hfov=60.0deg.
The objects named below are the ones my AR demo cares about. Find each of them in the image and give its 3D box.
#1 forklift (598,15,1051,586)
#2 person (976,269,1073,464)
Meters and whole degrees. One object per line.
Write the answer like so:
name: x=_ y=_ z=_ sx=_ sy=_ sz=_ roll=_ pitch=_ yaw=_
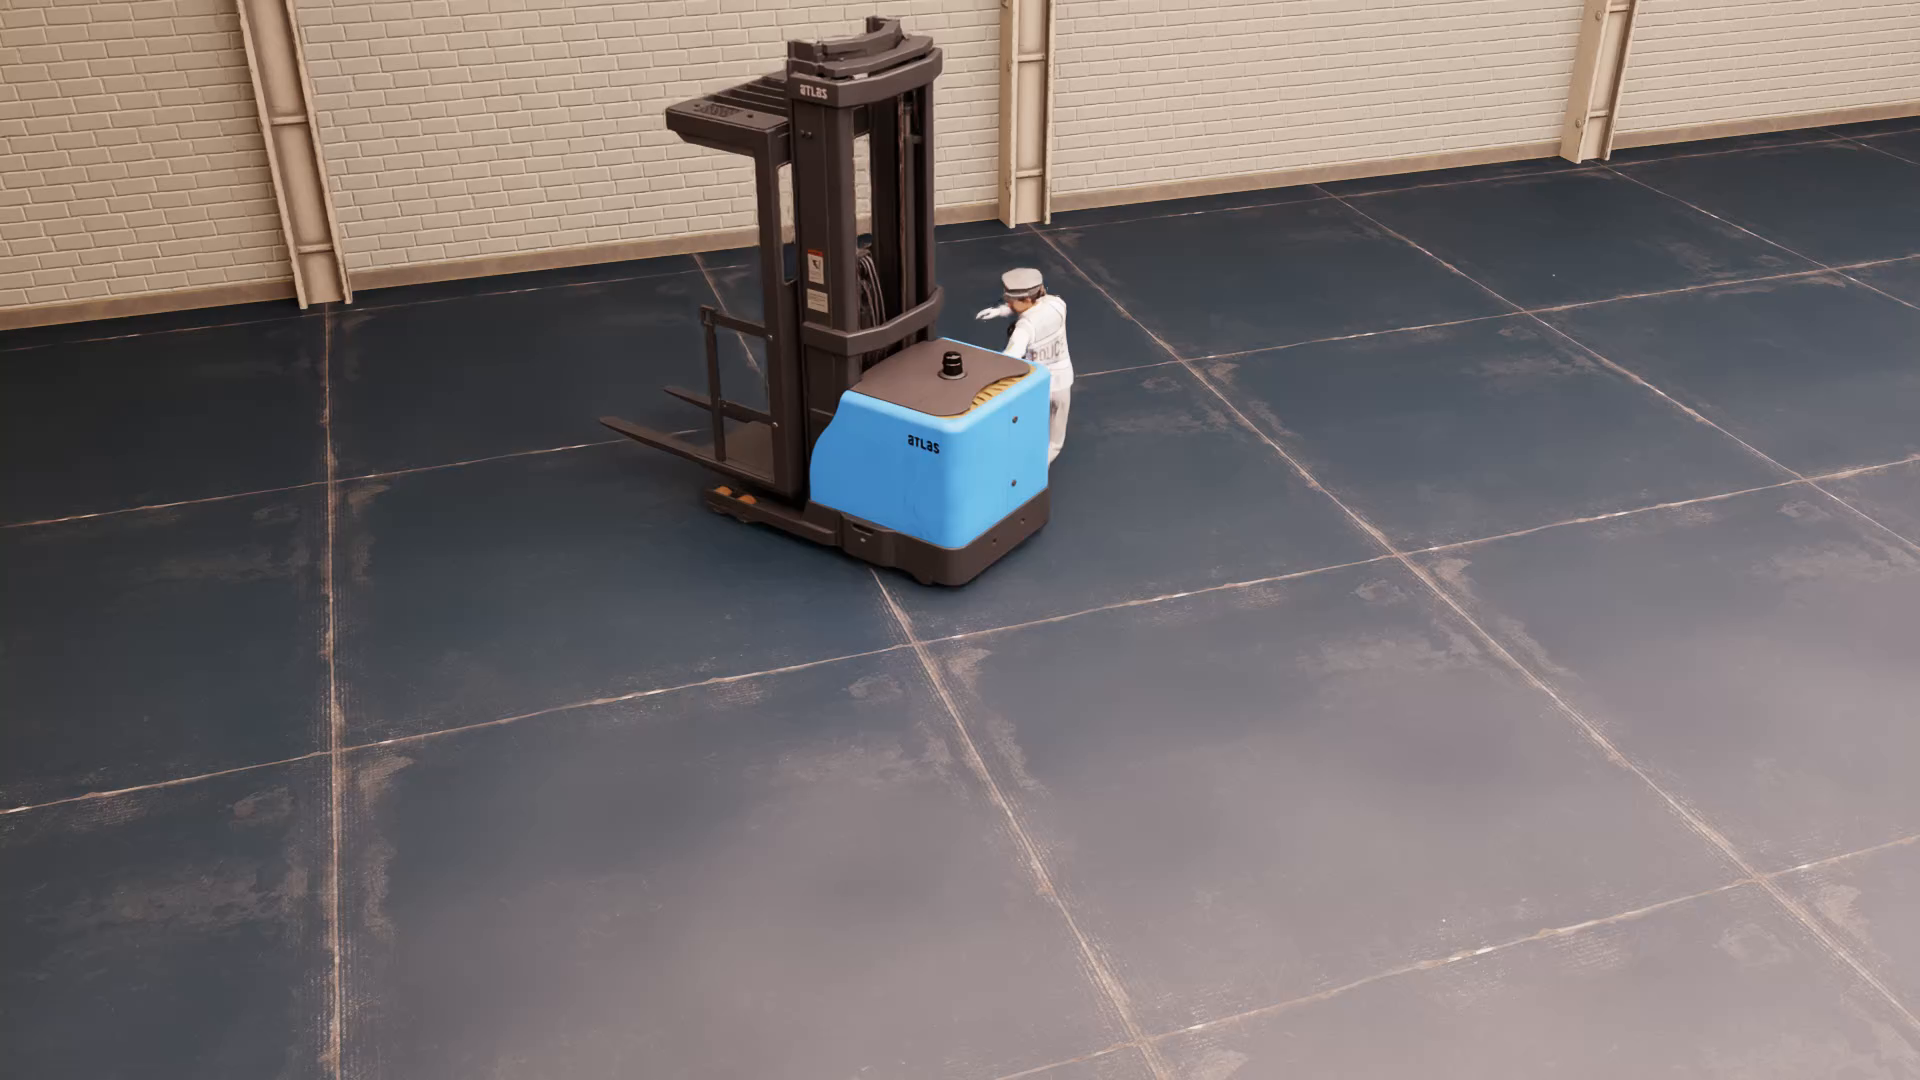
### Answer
forklift: x=-0.958 y=-1.573 z=9.821 sx=3.031 sy=2.935 sz=1.130 roll=19 pitch=35 yaw=30
person: x=0.371 y=-0.980 z=10.359 sx=0.670 sy=1.430 sz=0.917 roll=0 pitch=30 yaw=0
